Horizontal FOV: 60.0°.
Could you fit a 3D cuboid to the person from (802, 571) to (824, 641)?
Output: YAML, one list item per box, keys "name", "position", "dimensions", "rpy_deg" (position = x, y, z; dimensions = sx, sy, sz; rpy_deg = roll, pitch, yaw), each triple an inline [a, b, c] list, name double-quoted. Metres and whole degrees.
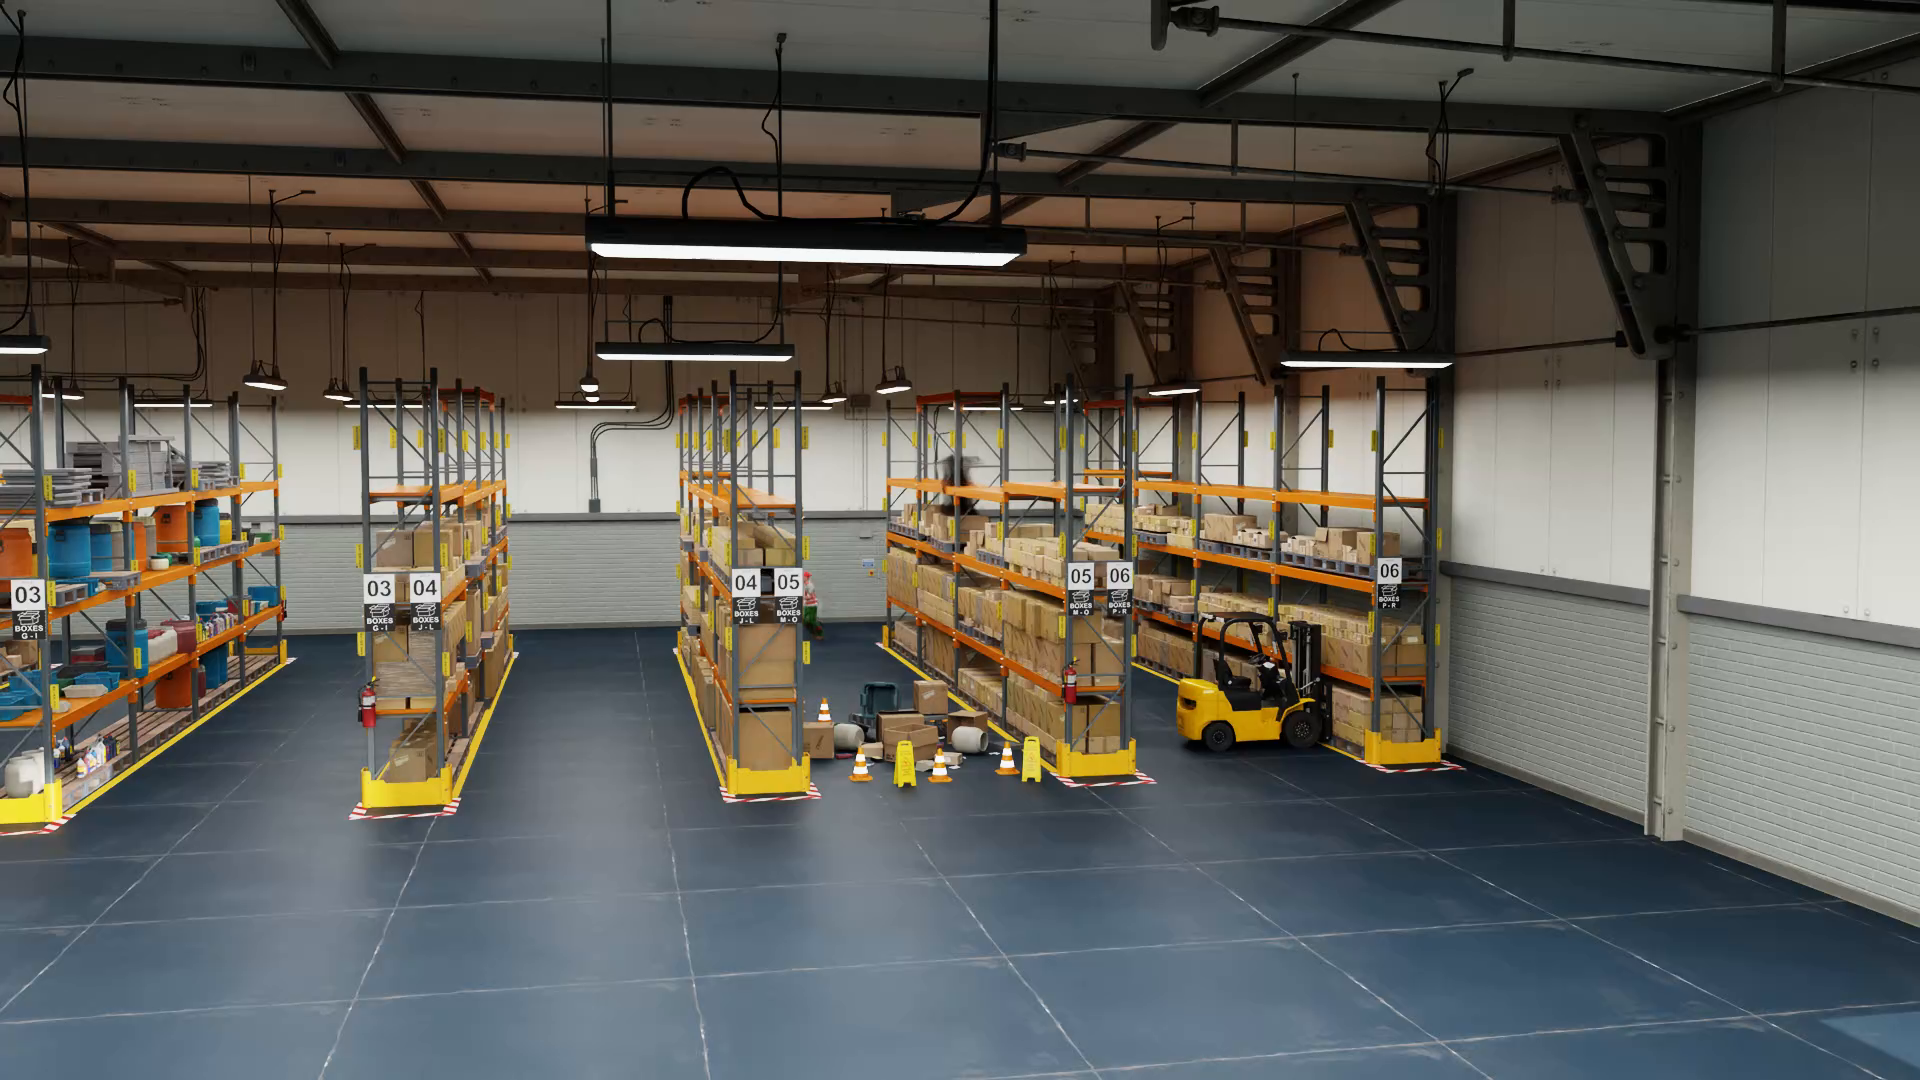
- name: "person"
  position: [-3.781, 1.657, 41.686]
  dimensions: [0.771, 1.751, 0.663]
  rpy_deg: [-1, 4, -18]
